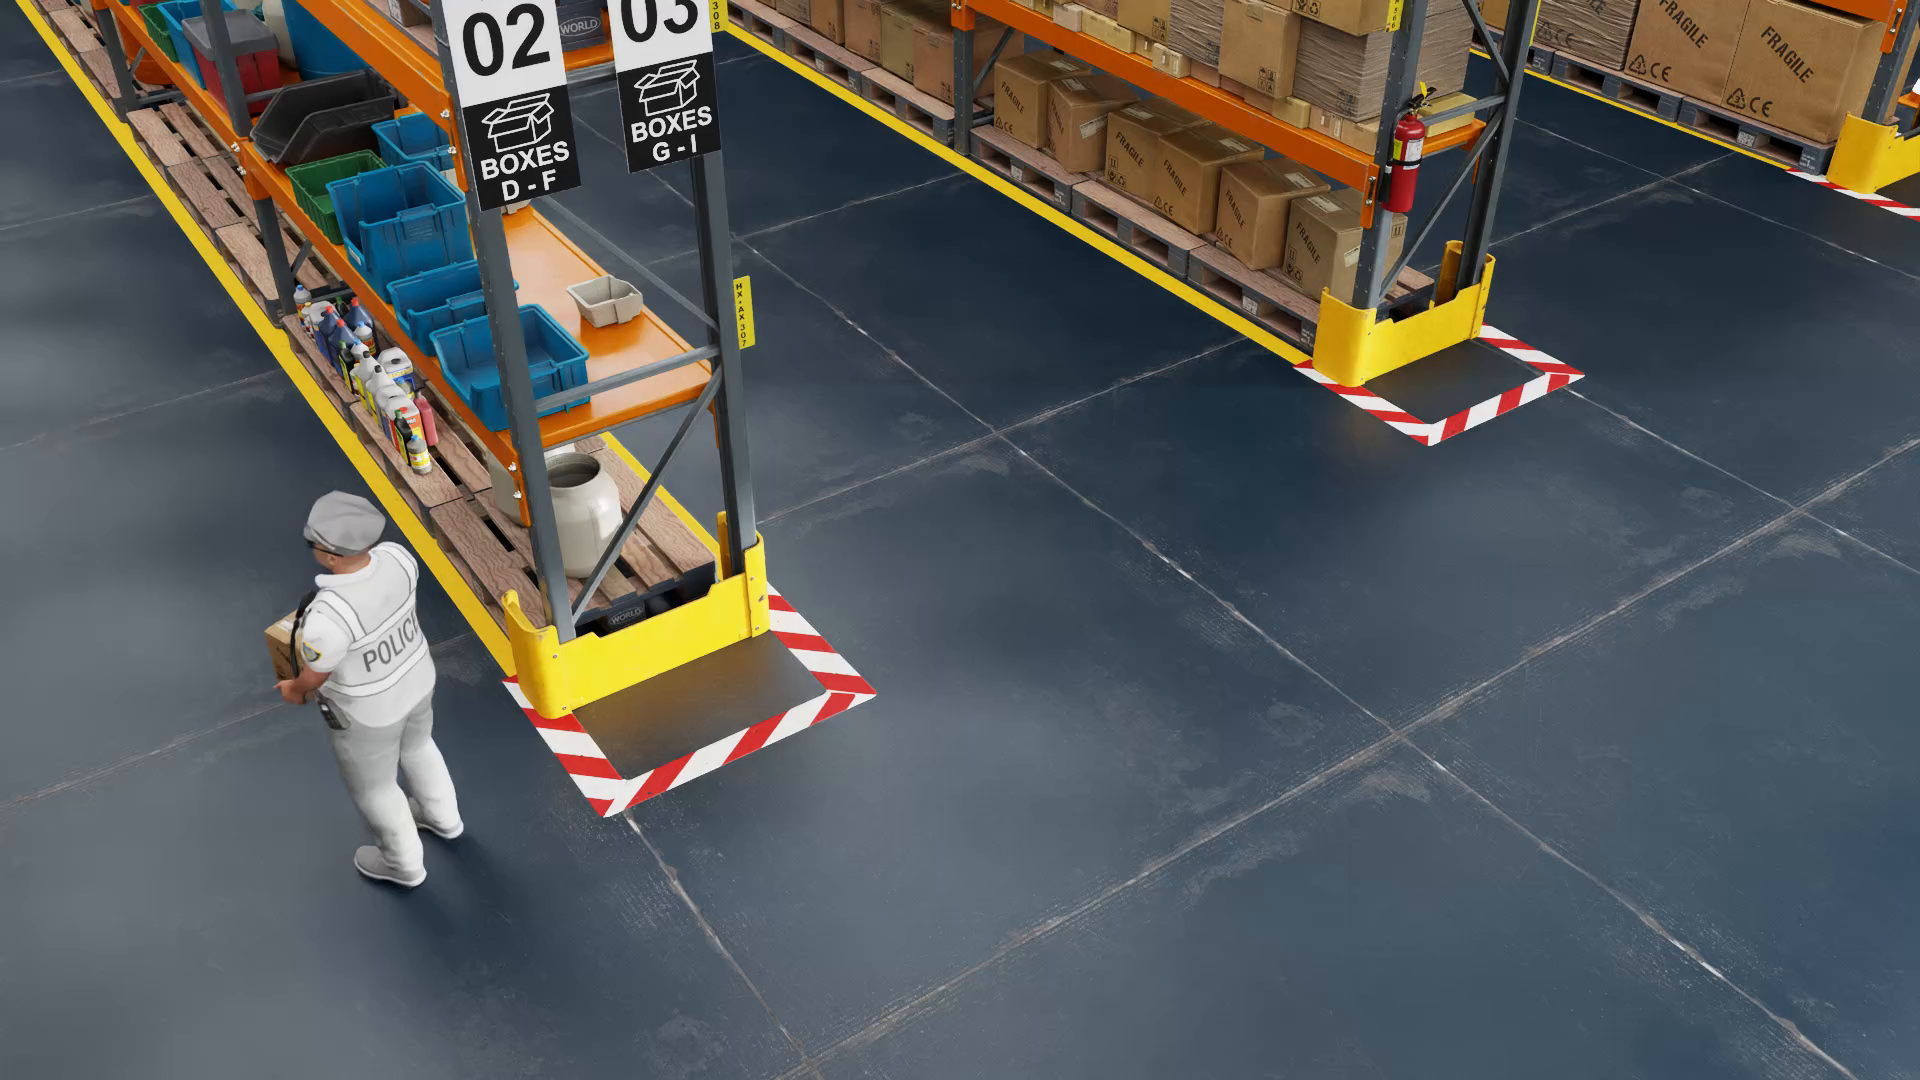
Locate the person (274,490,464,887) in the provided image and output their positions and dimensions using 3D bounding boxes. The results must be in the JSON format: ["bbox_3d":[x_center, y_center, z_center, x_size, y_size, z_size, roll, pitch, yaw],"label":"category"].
[{"bbox_3d":[-2.245,0.548,6.217,0.552,1.782,0.529,13,38,17],"label":"person"}]
